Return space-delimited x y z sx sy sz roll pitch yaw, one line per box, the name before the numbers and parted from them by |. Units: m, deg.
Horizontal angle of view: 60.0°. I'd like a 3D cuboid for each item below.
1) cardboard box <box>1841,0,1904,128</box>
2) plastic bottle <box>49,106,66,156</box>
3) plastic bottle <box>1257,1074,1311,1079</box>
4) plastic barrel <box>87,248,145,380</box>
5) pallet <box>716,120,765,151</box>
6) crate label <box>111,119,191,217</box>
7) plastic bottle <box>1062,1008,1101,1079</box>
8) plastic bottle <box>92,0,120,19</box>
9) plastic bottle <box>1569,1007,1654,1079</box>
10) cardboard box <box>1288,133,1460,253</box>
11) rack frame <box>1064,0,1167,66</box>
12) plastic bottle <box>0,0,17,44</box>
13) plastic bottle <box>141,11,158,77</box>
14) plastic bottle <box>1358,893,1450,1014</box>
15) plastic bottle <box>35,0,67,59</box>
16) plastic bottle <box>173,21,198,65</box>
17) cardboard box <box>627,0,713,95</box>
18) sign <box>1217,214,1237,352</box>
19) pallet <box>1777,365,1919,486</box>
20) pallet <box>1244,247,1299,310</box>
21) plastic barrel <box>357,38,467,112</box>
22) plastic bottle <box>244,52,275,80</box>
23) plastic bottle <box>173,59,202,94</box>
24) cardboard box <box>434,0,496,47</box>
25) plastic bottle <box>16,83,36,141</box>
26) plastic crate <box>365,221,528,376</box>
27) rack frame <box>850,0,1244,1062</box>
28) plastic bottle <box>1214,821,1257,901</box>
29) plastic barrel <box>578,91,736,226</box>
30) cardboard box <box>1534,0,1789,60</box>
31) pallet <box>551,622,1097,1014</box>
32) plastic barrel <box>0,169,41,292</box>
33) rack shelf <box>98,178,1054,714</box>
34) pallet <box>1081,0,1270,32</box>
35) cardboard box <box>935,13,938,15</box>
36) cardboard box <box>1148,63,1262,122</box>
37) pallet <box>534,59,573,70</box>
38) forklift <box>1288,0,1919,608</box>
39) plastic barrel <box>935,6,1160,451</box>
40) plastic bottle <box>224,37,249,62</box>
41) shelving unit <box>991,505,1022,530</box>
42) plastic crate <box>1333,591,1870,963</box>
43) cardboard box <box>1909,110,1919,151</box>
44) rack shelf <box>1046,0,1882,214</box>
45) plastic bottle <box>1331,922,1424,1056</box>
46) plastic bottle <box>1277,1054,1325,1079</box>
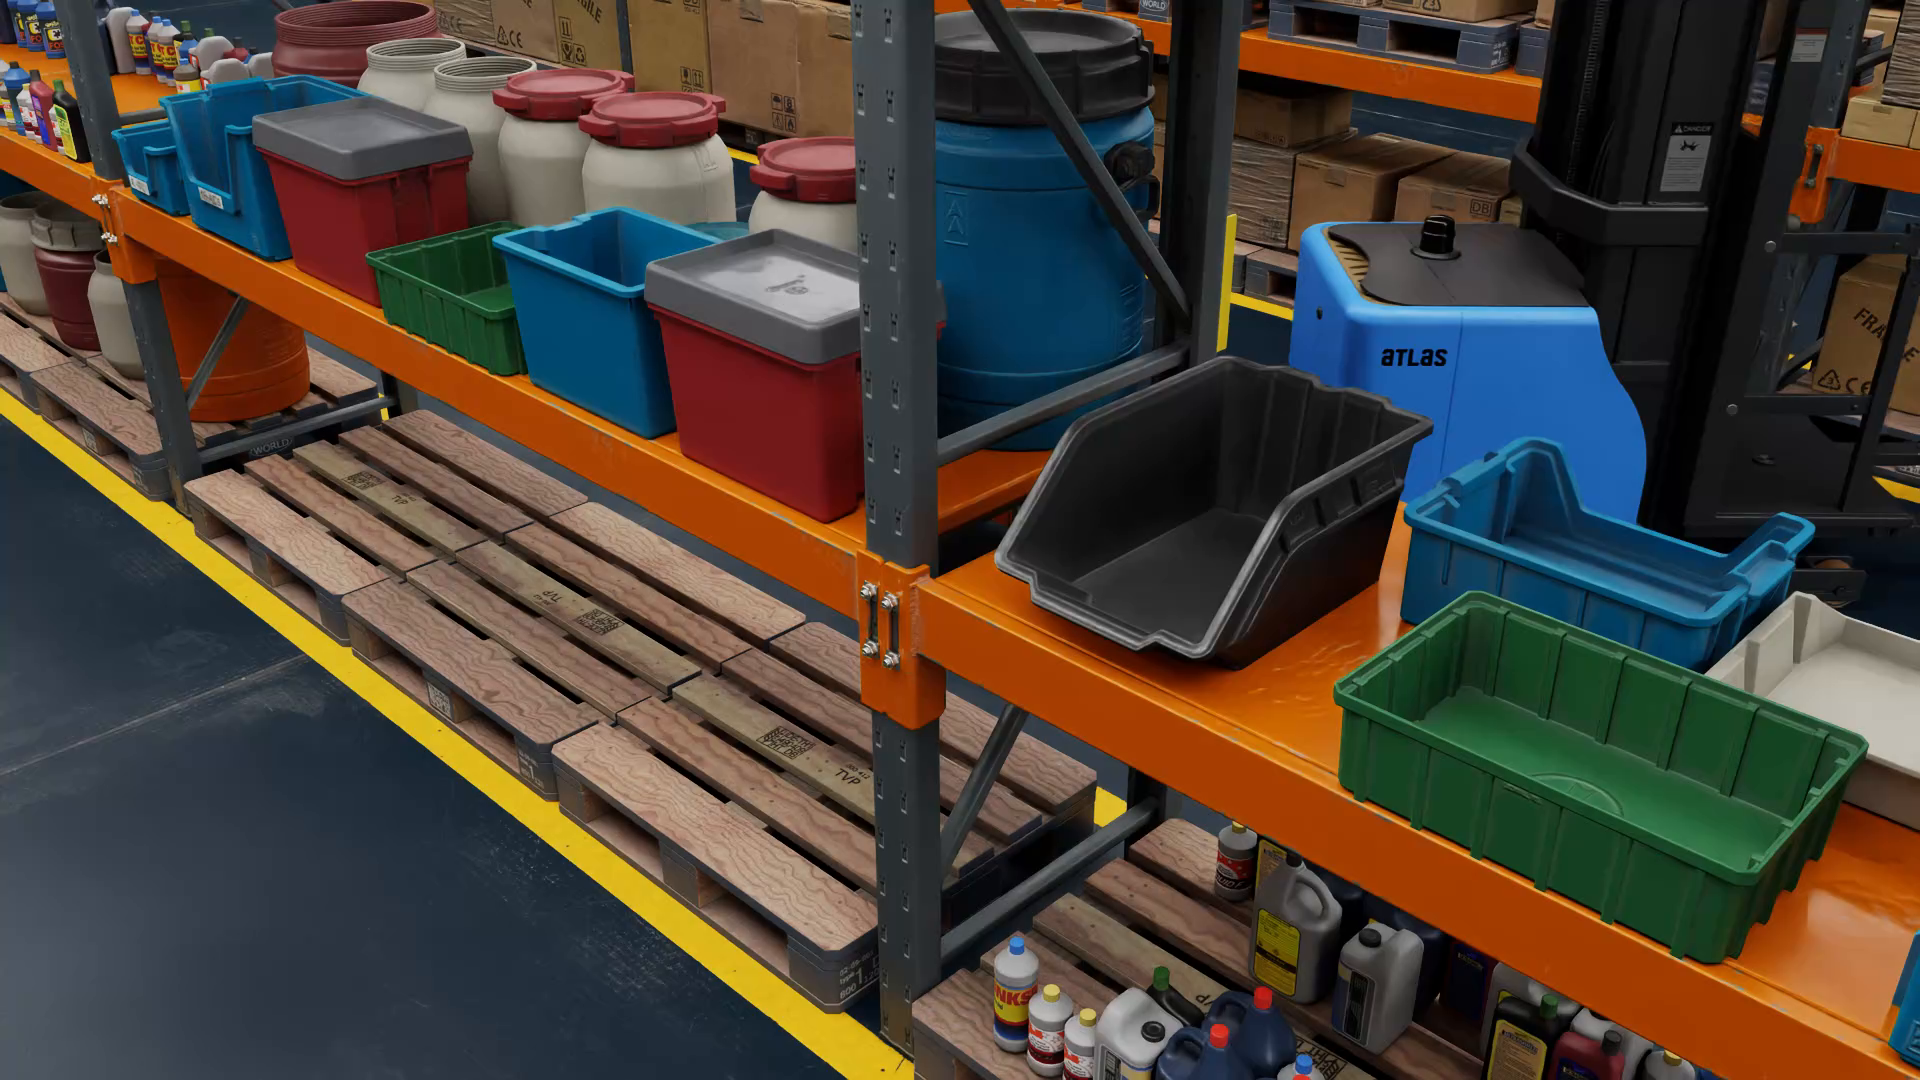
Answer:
cardboard box | 6.033 -3.218 11.113 0.750 0.750 1.050 25 36 38
plastic bottle | -3.307 -1.534 6.157 0.097 0.201 0.097 0 28 0
plastic bottle | 0.621 1.158 3.198 0.185 0.351 0.144 23 35 36
plastic barrel | -3.476 -0.981 7.114 0.421 0.512 0.421 0 28 0
pallet | -1.427 -3.075 11.872 1.213 0.211 1.003 25 36 38
crate label | -2.612 -1.252 5.587 0.416 0.233 0.303 25 36 38
plastic bottle | 0.267 1.077 3.512 0.097 0.201 0.097 0 28 0
plastic bottle | -3.832 -2.320 7.492 0.185 0.351 0.144 25 36 38
plastic bottle | 1.344 1.065 3.455 0.152 0.276 0.135 -25 36 -38
cardboard box | 2.128 -1.748 8.565 0.700 0.500 0.500 -22 35 -35
rack frame | 0.822 -3.231 9.172 0.127 3.000 1.000 25 36 38
plastic bottle | -4.587 -2.571 7.970 0.185 0.351 0.144 25 36 38
plastic bottle | -3.524 -2.177 7.292 0.133 0.283 0.061 25 36 38
plastic bottle | 1.000 0.872 3.741 0.185 0.351 0.144 22 35 36
plastic bottle | -4.187 -2.364 7.660 0.097 0.271 0.097 0 28 0
plastic bottle | -3.290 -2.069 7.088 0.133 0.283 0.061 25 36 38
cardboard box | -1.560 -3.580 11.667 0.875 0.875 1.225 25 36 39
sign | 0.596 -0.584 3.840 0.005 0.325 0.100 25 36 38
pallet | 4.178 -0.484 6.945 1.213 0.211 1.003 25 36 38
pallet | 2.244 -1.344 8.578 1.213 0.211 1.003 25 36 38
plastic barrel | -1.767 -1.372 5.517 0.421 0.512 0.421 0 28 0
plastic bottle | -2.732 -1.781 6.548 0.135 0.276 0.152 25 36 38
plastic bottle | -3.136 -1.852 6.762 0.097 0.201 0.097 0 28 0
cardboard box | -3.721 -4.608 13.622 0.875 0.875 0.875 25 36 38
plastic bottle | -3.541 -1.641 6.361 0.097 0.201 0.097 0 28 0
plastic crate | -1.238 -0.663 4.516 0.662 0.188 0.450 25 36 38
rack frame | 0.202 -0.282 3.564 0.127 3.000 1.000 25 36 38
plastic bottle | 0.679 0.776 4.084 0.097 0.201 0.097 0 28 0
plastic barrel | -0.849 -0.967 4.720 0.433 0.535 0.433 0 28 0
cardboard box | 3.206 -2.683 7.034 1.000 1.000 1.000 25 37 39
pallet | -0.385 0.708 4.676 1.213 0.211 1.003 25 36 38
plastic barrel | -4.621 -1.736 8.131 0.708 0.901 0.600 25 36 38
rack shelf | -1.224 -0.617 4.973 4.000 0.370 1.077 25 36 38
pallet | 1.405 -2.949 8.842 1.003 0.211 1.213 25 36 38
cardboard box | 0.345 -2.709 10.010 0.875 0.875 1.225 23 35 36
cardboard box | 1.321 -2.443 9.080 0.500 0.250 0.500 -24 36 -37
pallet | -2.517 -3.576 12.825 1.213 0.211 1.003 25 36 38
forklift | 2.765 -1.310 5.591 3.031 2.935 1.130 0 28 0
plastic barrel | 0.139 -0.731 3.878 0.708 0.901 0.600 25 36 38
plastic bottle | -2.934 -1.907 6.779 0.133 0.283 0.061 25 36 38
shelving unit | -0.005 -0.500 5.992 1.048 1.125 0.538 25 36 38
plastic crate | 0.972 0.348 2.593 0.662 0.188 0.450 25 36 38
cardboard box | 3.786 -1.559 6.262 0.250 0.149 0.380 25 36 38
rack shelf | 2.249 -2.260 8.099 4.000 0.370 1.077 25 36 38
plastic bottle | 0.914 0.963 3.650 0.135 0.276 0.152 25 36 38
plastic bottle | 0.675 1.139 3.320 0.097 0.271 0.097 0 28 0
